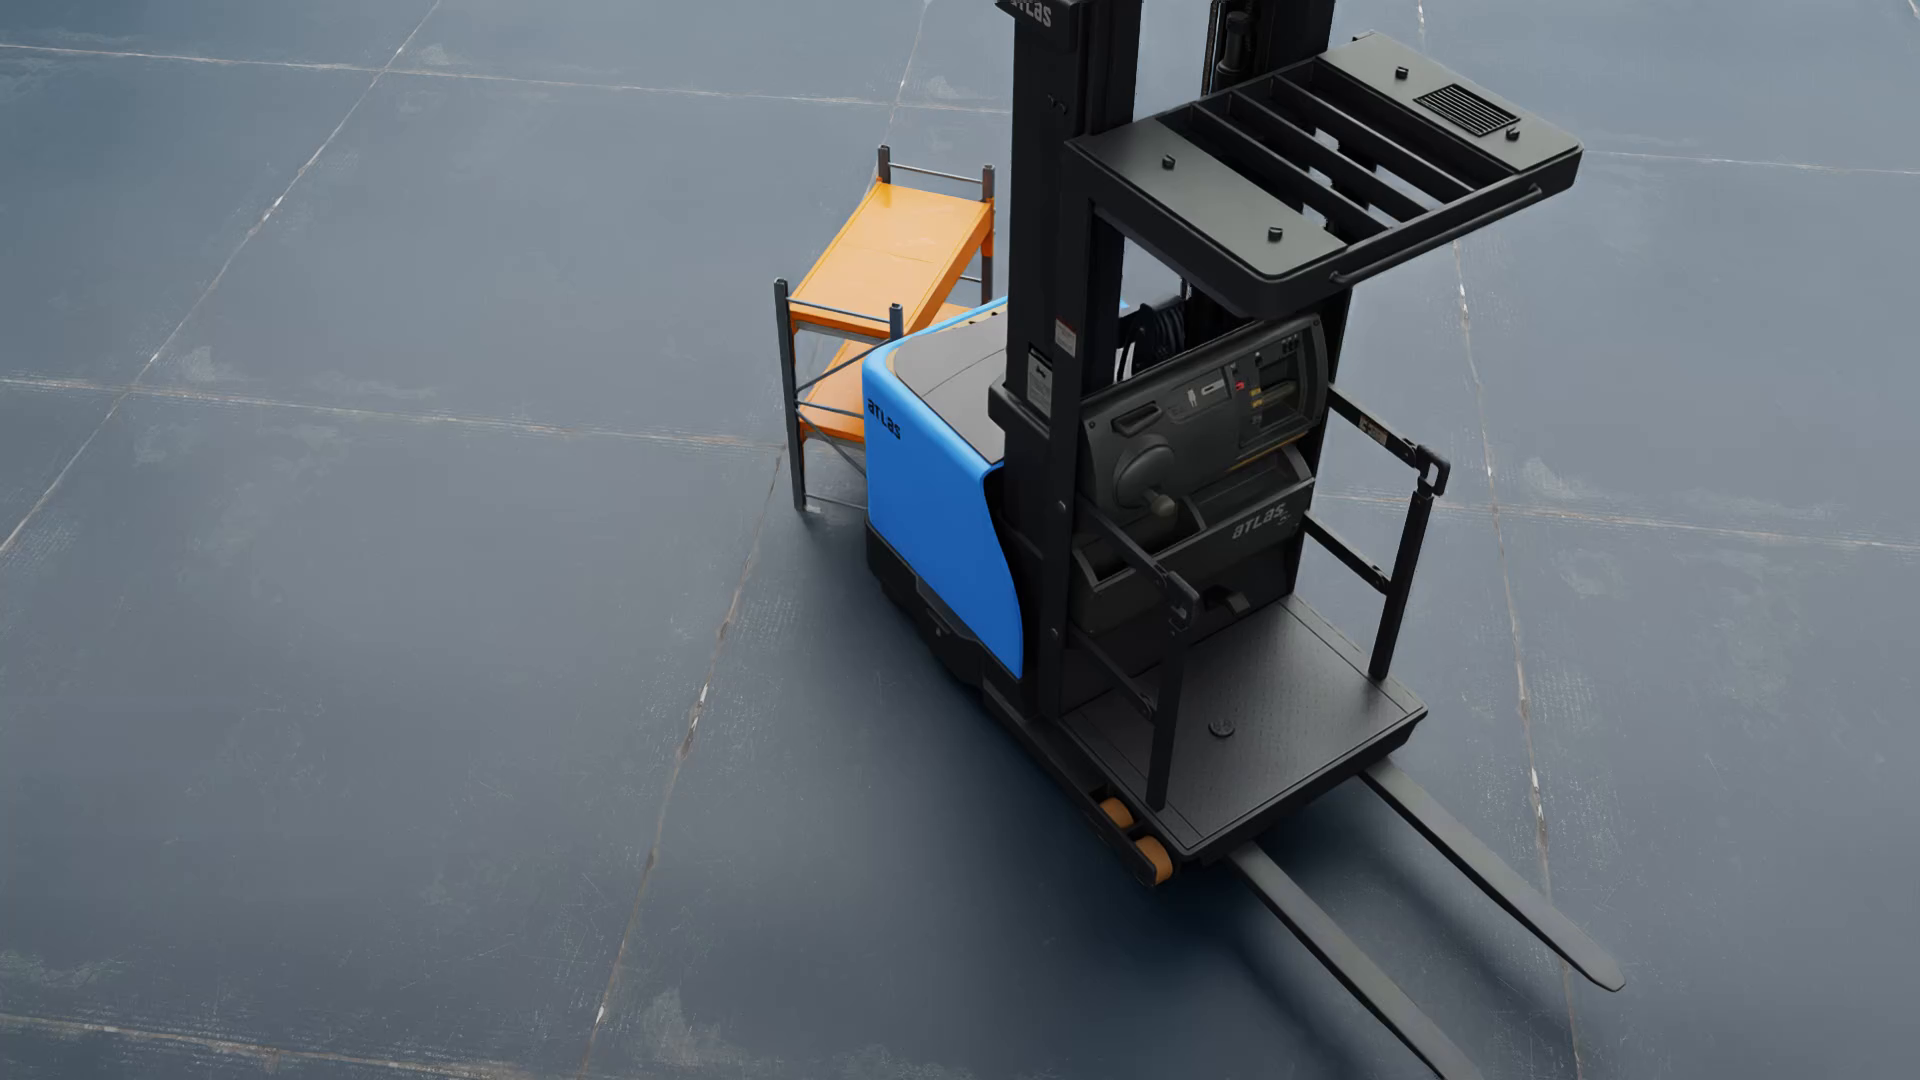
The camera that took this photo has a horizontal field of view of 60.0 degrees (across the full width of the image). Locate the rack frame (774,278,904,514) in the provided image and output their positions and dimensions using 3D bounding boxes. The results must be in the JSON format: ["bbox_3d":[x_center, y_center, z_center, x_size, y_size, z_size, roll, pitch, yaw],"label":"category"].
[{"bbox_3d":[-0.447,-0.492,6.452,0.500,1.125,0.032,14,45,14],"label":"rack frame"}]

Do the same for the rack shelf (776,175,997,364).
[{"bbox_3d":[-0.273,-1.033,6.597,0.538,0.278,1.000,14,45,14],"label":"rack shelf"}]

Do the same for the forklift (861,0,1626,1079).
[{"bbox_3d":[0.881,-0.295,4.930,1.130,2.935,3.031,-25,49,-24],"label":"forklift"}]

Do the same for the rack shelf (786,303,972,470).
[{"bbox_3d":[-0.273,-0.643,6.967,0.538,0.278,1.000,14,45,14],"label":"rack shelf"}]

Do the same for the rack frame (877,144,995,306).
[{"bbox_3d":[-0.098,-1.149,7.145,0.500,1.125,0.032,14,45,14],"label":"rack frame"}]

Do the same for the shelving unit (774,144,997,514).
[{"bbox_3d":[-0.273,-0.821,6.799,0.538,1.125,1.048,14,45,14],"label":"shelving unit"}]
